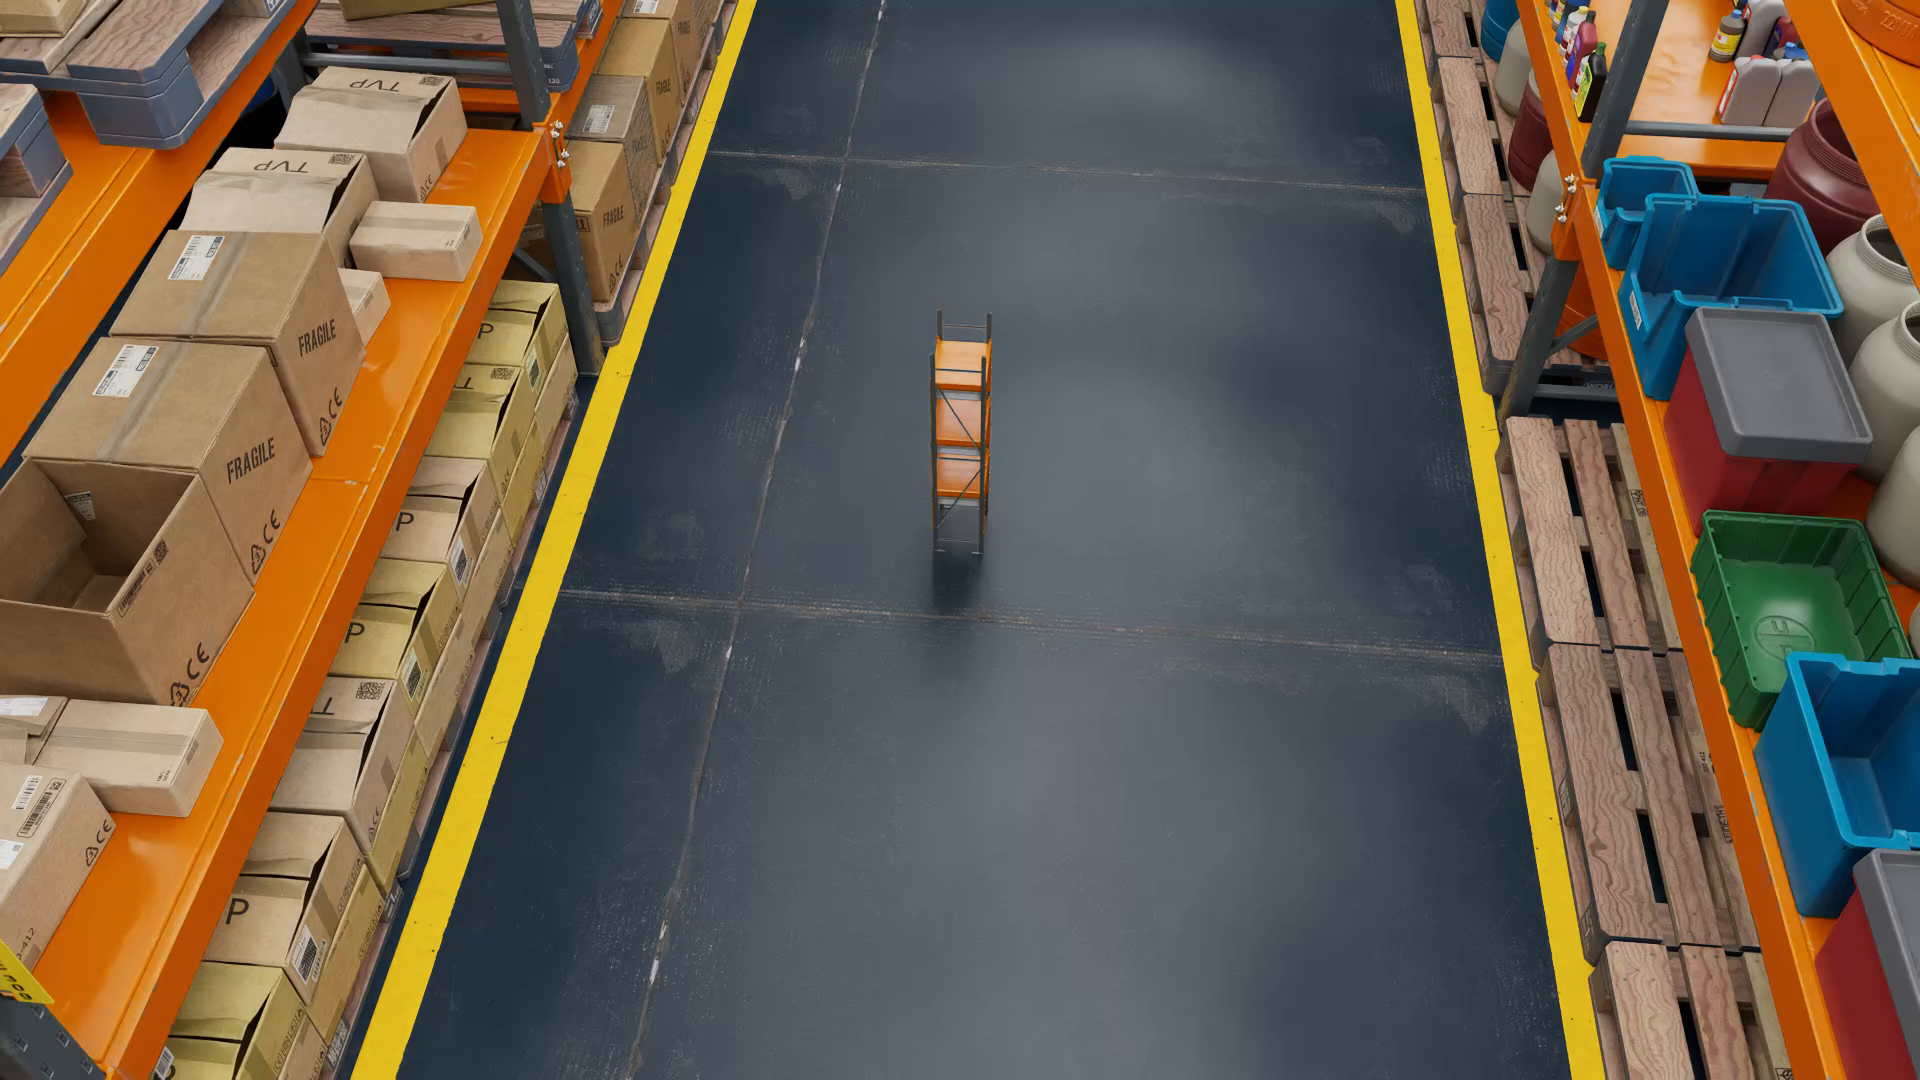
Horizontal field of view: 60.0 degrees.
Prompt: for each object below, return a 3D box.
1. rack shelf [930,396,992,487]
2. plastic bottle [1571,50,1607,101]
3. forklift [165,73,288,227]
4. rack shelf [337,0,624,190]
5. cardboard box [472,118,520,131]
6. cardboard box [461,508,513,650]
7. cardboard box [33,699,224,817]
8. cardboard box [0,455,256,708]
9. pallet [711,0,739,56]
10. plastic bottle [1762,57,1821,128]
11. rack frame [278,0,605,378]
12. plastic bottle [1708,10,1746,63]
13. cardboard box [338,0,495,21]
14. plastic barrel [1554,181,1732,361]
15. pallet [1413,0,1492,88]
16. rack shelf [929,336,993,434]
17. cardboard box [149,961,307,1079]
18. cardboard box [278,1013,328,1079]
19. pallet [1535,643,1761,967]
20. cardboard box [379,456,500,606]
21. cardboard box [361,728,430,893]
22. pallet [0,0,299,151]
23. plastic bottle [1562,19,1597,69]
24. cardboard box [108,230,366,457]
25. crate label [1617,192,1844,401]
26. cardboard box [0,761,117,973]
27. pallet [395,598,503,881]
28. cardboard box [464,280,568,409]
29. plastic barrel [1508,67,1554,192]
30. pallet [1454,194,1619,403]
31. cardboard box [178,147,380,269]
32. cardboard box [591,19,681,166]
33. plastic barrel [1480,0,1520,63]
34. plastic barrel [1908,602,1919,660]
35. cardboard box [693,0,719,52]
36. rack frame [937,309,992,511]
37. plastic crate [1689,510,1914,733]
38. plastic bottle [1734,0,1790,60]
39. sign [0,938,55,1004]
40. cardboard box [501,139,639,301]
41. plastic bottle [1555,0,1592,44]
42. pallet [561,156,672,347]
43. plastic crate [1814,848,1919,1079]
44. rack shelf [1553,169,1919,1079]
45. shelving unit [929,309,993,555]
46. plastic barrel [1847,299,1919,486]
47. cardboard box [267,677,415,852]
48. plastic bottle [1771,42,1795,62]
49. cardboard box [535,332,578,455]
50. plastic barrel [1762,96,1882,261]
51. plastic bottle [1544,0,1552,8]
[{"bbox_3d":[0.005,-0.386,6.406,0.215,0.259,0.240,4,48,4],"label":"rack shelf"},{"bbox_3d":[2.471,-1.822,6.519,0.097,0.201,0.097,0,48,0],"label":"plastic bottle"},{"bbox_3d":[-4.600,-2.283,6.852,1.130,2.935,3.031,22,51,19],"label":"forklift"},{"bbox_3d":[-1.920,-3.043,7.987,1.077,0.370,4.000,4,48,4],"label":"rack shelf"},{"bbox_3d":[-2.251,-1.824,7.781,0.500,0.500,0.500,6,48,5],"label":"cardboard box"},{"bbox_3d":[-2.000,0.122,6.184,0.500,0.250,0.500,5,48,4],"label":"cardboard box"},{"bbox_3d":[-2.183,0.571,4.365,0.380,0.149,0.250,4,48,4],"label":"cardboard box"},{"bbox_3d":[-2.333,0.140,4.522,0.500,0.500,0.500,7,48,6],"label":"cardboard box"},{"bbox_3d":[-1.774,-3.214,9.546,1.003,0.211,1.213,4,48,4],"label":"pallet"},{"bbox_3d":[3.191,-1.734,6.387,0.152,0.276,0.135,4,48,4],"label":"plastic bottle"},{"bbox_3d":[-2.102,-1.816,6.378,1.000,3.000,0.127,4,48,4],"label":"rack frame"},{"bbox_3d":[3.108,-2.044,6.721,0.097,0.201,0.097,0,48,0],"label":"plastic bottle"},{"bbox_3d":[-2.157,-2.461,6.616,0.700,0.500,0.500,-11,48,-10],"label":"cardboard box"},{"bbox_3d":[2.858,-1.250,7.046,0.600,0.830,0.708,4,48,4],"label":"plastic barrel"},{"bbox_3d":[3.083,-2.914,9.272,1.003,0.211,1.213,4,48,4],"label":"pallet"},{"bbox_3d":[0.005,-0.578,6.197,0.215,0.259,0.240,4,48,4],"label":"rack shelf"},{"bbox_3d":[-2.181,1.434,4.605,0.500,0.311,0.500,4,48,4],"label":"cardboard box"},{"bbox_3d":[-2.183,1.630,4.805,0.500,0.250,0.500,3,48,3],"label":"cardboard box"},{"bbox_3d":[2.607,0.922,5.764,1.003,0.211,1.213,4,48,4],"label":"pallet"},{"bbox_3d":[-1.995,-0.064,5.975,0.500,0.311,0.500,4,48,3],"label":"cardboard box"},{"bbox_3d":[-2.091,0.874,5.497,0.500,0.250,0.500,3,48,2],"label":"cardboard box"},{"bbox_3d":[-2.174,-1.438,4.127,1.003,0.211,1.213,6,48,5],"label":"pallet"},{"bbox_3d":[2.492,-1.992,6.674,0.097,0.201,0.097,0,48,0],"label":"plastic bottle"},{"bbox_3d":[-2.239,-0.615,5.212,0.500,0.500,0.500,2,48,1],"label":"cardboard box"},{"bbox_3d":[2.470,-0.780,5.406,0.502,0.435,0.616,4,48,4],"label":"crate label"},{"bbox_3d":[-2.466,0.810,4.078,0.500,0.250,0.500,7,48,6],"label":"cardboard box"},{"bbox_3d":[-2.330,0.622,6.038,1.003,0.211,1.213,4,48,4],"label":"pallet"},{"bbox_3d":[-1.905,-0.817,6.663,0.500,0.311,0.500,5,48,5],"label":"cardboard box"},{"bbox_3d":[2.961,-1.998,7.894,0.600,0.588,0.708,4,48,4],"label":"plastic barrel"},{"bbox_3d":[2.860,-1.121,7.632,1.003,0.211,1.213,4,48,4],"label":"pallet"},{"bbox_3d":[-2.377,-1.141,5.822,0.500,0.311,0.500,3,48,3],"label":"cardboard box"},{"bbox_3d":[-1.683,-2.189,8.115,0.500,0.500,0.500,3,48,3],"label":"cardboard box"},{"bbox_3d":[3.063,-2.934,8.538,0.600,0.901,0.708,4,48,4],"label":"plastic barrel"},{"bbox_3d":[2.838,0.186,4.455,0.433,0.535,0.433,0,48,0],"label":"plastic barrel"},{"bbox_3d":[-1.597,-2.947,8.808,0.500,0.500,0.500,4,48,4],"label":"cardboard box"},{"bbox_3d":[0.016,-0.483,6.481,0.200,1.050,0.008,4,48,4],"label":"rack frame"},{"bbox_3d":[2.343,0.232,4.648,0.450,0.188,0.662,4,48,4],"label":"plastic crate"},{"bbox_3d":[3.234,-2.074,6.698,0.152,0.276,0.135,4,48,4],"label":"plastic bottle"},{"bbox_3d":[-1.914,0.841,3.308,0.100,0.325,0.005,4,48,4],"label":"sign"},{"bbox_3d":[-1.776,-1.436,7.426,0.500,0.500,0.500,6,48,5],"label":"cardboard box"},{"bbox_3d":[2.510,-2.158,6.779,0.097,0.271,0.097,0,48,0],"label":"plastic bottle"},{"bbox_3d":[-1.997,-1.421,7.906,1.003,0.211,1.213,4,48,4],"label":"pallet"},{"bbox_3d":[2.205,1.062,3.703,0.402,0.464,0.583,4,48,4],"label":"plastic crate"},{"bbox_3d":[2.648,0.233,4.992,1.077,0.370,4.000,4,48,4],"label":"rack shelf"},{"bbox_3d":[0.005,-0.394,6.399,0.215,1.050,0.252,4,48,4],"label":"shelving unit"},{"bbox_3d":[2.911,-0.438,5.042,0.421,0.512,0.421,0,48,0],"label":"plastic barrel"},{"bbox_3d":[-2.084,0.686,5.289,0.500,0.311,0.500,2,48,2],"label":"cardboard box"},{"bbox_3d":[3.238,-1.864,6.557,0.097,0.201,0.097,0,48,0],"label":"plastic bottle"},{"bbox_3d":[-1.907,-0.626,6.869,0.500,0.250,0.500,5,48,4],"label":"cardboard box"},{"bbox_3d":[3.089,-1.164,5.690,0.600,0.536,0.708,4,48,4],"label":"plastic barrel"},{"bbox_3d":[2.536,-2.349,7.001,0.097,0.201,0.097,0,48,0],"label":"plastic bottle"}]
